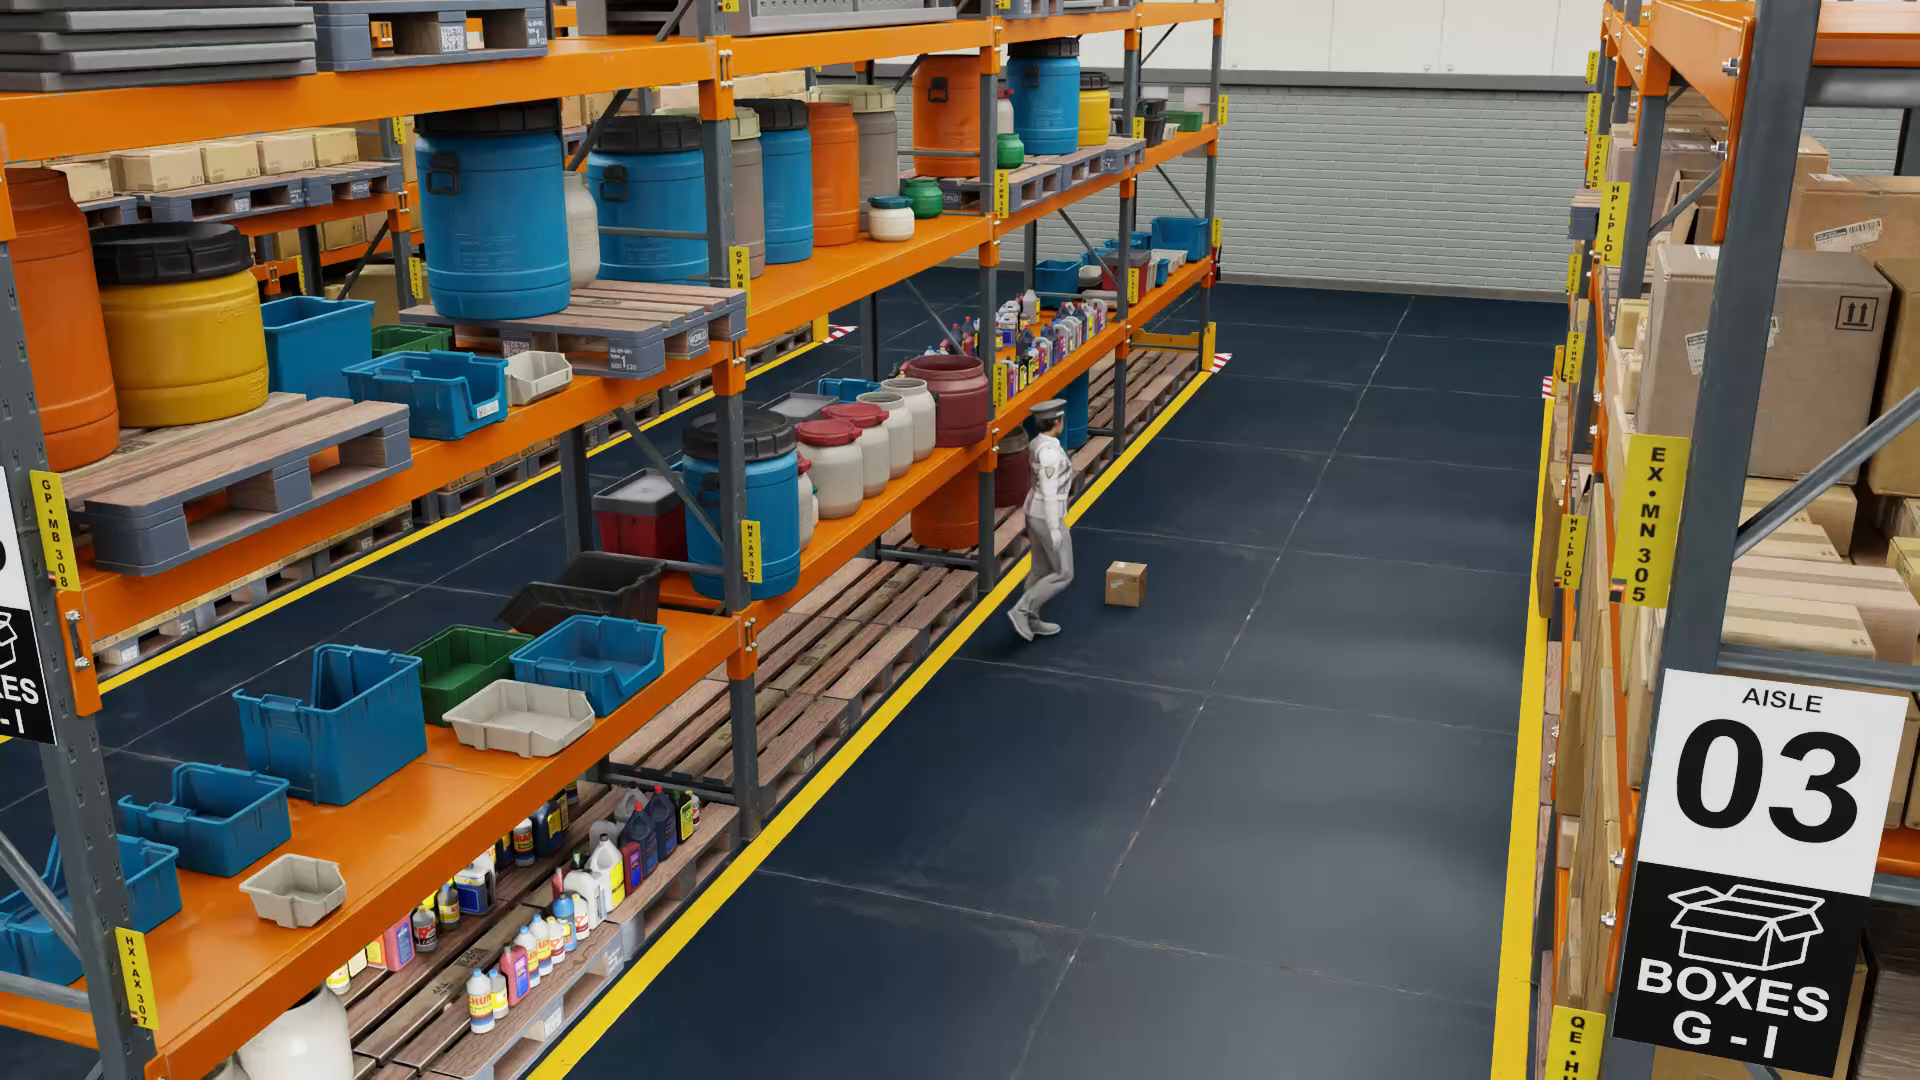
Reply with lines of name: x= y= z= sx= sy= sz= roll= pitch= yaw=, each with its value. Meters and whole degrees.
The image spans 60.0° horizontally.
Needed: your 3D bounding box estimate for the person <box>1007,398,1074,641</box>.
person: x=0.539 y=-0.112 z=11.346 sx=0.471 sy=1.664 sz=0.634 roll=-2 pitch=19 yaw=-7
